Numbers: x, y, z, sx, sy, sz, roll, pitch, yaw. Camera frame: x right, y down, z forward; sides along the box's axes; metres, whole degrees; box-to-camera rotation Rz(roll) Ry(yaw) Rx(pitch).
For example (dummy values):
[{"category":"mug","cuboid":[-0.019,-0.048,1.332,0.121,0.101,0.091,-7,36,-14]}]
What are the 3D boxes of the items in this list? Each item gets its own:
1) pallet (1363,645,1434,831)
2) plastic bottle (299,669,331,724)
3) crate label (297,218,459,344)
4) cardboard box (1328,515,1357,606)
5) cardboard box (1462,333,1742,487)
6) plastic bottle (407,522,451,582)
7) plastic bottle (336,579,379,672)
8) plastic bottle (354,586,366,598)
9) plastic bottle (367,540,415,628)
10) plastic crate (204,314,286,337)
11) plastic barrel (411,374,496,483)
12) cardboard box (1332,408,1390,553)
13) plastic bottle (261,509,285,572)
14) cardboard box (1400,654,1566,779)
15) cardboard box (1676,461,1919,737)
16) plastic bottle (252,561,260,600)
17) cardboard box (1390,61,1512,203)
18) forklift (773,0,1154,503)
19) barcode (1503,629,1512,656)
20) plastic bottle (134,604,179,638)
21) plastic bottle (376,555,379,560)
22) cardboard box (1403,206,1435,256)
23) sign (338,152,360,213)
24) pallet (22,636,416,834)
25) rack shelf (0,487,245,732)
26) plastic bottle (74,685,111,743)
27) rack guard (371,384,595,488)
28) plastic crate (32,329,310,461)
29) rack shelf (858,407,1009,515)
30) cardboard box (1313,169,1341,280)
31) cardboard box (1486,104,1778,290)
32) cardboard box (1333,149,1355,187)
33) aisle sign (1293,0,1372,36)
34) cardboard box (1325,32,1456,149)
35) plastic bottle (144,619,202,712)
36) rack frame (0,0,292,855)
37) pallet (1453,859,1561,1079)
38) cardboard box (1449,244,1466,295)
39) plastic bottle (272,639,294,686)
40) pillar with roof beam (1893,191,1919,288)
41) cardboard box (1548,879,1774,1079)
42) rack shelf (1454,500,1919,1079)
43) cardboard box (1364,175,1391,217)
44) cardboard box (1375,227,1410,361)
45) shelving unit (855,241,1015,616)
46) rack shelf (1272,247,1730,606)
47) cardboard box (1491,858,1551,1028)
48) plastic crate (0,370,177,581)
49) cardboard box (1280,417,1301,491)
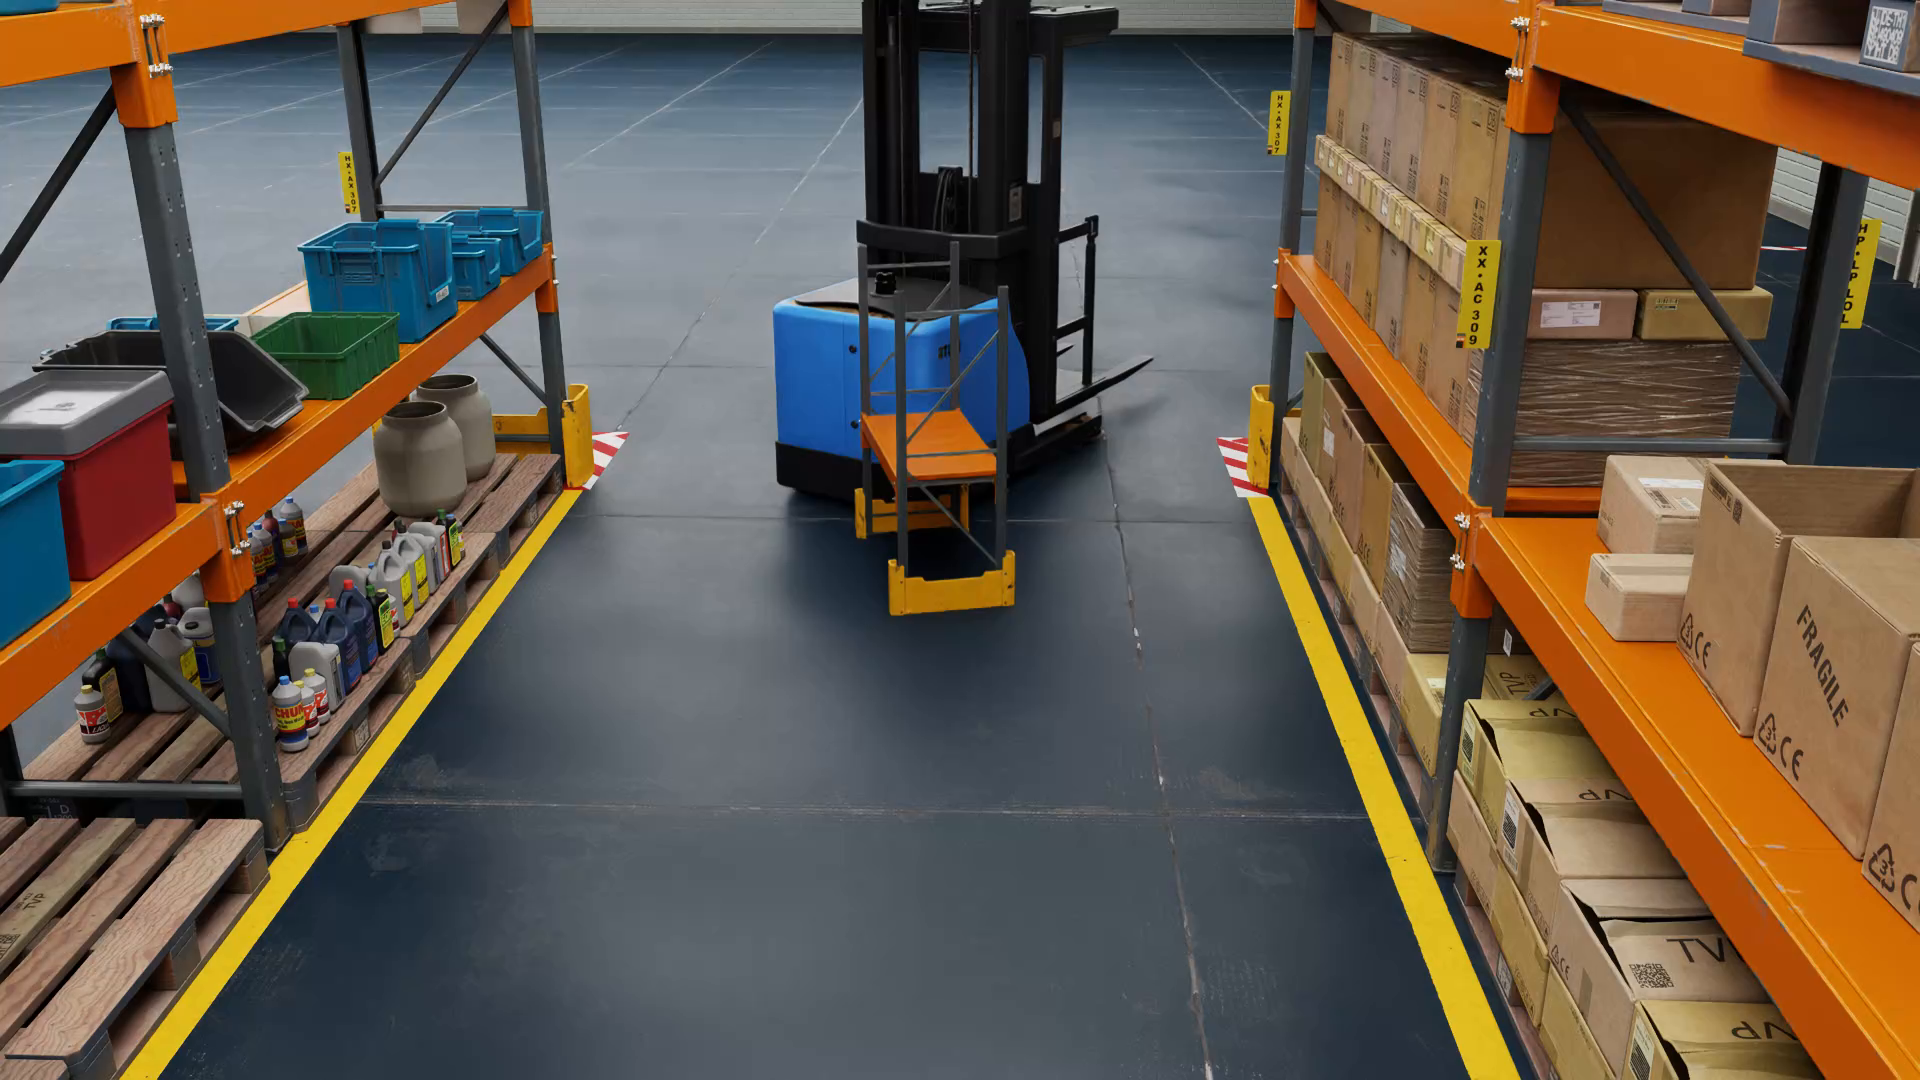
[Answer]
[{"category":"pallet","cuboid":[2.166,0.728,6.361,1.003,0.211,1.213,1,21,2]},{"category":"plastic bottle","cuboid":[-2.397,0.575,6.162,0.097,0.201,0.097,0,21,0]},{"category":"crate label","cuboid":[-2.515,-1.135,7.259,0.502,0.435,0.616,1,21,2]},{"category":"cardboard box","cuboid":[1.936,0.089,7.375,0.500,0.250,0.500,1,21,2]},{"category":"cardboard box","cuboid":[2.107,-0.492,5.513,0.700,0.500,0.500,0,21,0]},{"category":"plastic bottle","cuboid":[-2.382,0.037,7.444,0.152,0.276,0.135,1,21,2]},{"category":"plastic bottle","cuboid":[-2.406,0.333,6.577,0.144,0.351,0.185,0,21,-1]},{"category":"plastic bottle","cuboid":[-2.439,0.317,6.729,0.097,0.271,0.097,0,21,0]},{"category":"plastic bottle","cuboid":[-2.393,0.180,6.973,0.144,0.351,0.185,0,21,1]},{"category":"plastic crate","cuboid":[-3.055,-0.808,6.829,0.530,0.136,0.437,1,21,2]},{"category":"plastic barrel","cuboid":[-2.673,-0.584,8.747,0.421,0.512,0.421,0,21,0]},{"category":"cardboard box","cuboid":[1.935,-0.261,7.239,0.500,0.500,0.500,1,21,2]},{"category":"plastic bottle","cuboid":[-3.121,0.008,7.509,0.061,0.283,0.133,1,21,3]},{"category":"cardboard box","cuboid":[1.896,0.631,5.977,0.500,0.250,0.500,1,21,2]},{"category":"cardboard box","cuboid":[2.045,0.136,3.893,0.500,0.500,0.500,2,21,6]},{"category":"plastic bottle","cuboid":[-3.112,0.160,7.229,0.097,0.201,0.097,0,21,0]},{"category":"cardboard box","cuboid":[2.153,-1.641,6.681,0.700,0.500,0.500,1,21,2]},{"category":"forklift","cuboid":[0.200,-1.977,9.573,1.130,2.935,3.031,13,25,30]},{"category":"barcode","cuboid":[1.676,0.315,5.090,0.001,0.075,0.075,1,21,2]},{"category":"plastic bottle","cuboid":[-3.113,0.383,6.448,0.144,0.351,0.185,0,21,-1]},{"category":"plastic bottle","cuboid":[-2.511,0.127,7.314,0.097,0.201,0.097,0,21,0]},{"category":"cardboard box","cuboid":[1.934,-1.194,6.424,0.380,0.149,0.250,1,21,3]},{"category":"sign","cuboid":[-3.279,-1.924,8.958,0.100,0.325,0.005,1,21,2]},{"category":"pallet","cuboid":[-2.789,0.717,6.390,1.003,0.211,1.213,1,21,2]},{"category":"rack shelf","cuboid":[-2.912,0.718,3.527,1.077,0.370,4.000,1,21,2]},{"category":"plastic bottle","cuboid":[-3.151,0.624,6.035,0.097,0.201,0.097,0,21,0]},{"category":"rack guard","cuboid":[-2.684,-0.594,9.368,1.175,0.500,0.348,1,21,2]},{"category":"plastic crate","cuboid":[-2.708,-0.500,5.756,0.767,0.338,0.504,1,21,2]},{"category":"rack shelf","cuboid":[-0.143,-0.396,7.973,0.538,0.185,1.000,-4,22,-11]},{"category":"cardboard box","cuboid":[2.195,-1.609,8.392,0.700,0.500,0.500,1,21,2]},{"category":"cardboard box","cuboid":[2.107,-1.097,5.278,0.700,0.500,0.500,1,21,2]},{"category":"cardboard box","cuboid":[1.980,-1.755,7.871,0.380,0.149,0.250,1,21,2]},{"category":"aisle sign","cuboid":[1.918,-2.970,8.444,0.394,0.787,0.004,1,21,2]},{"category":"cardboard box","cuboid":[2.193,-2.195,8.108,0.700,0.500,0.500,1,21,2]},{"category":"plastic bottle","cuboid":[-2.975,0.454,6.265,0.144,0.351,0.185,1,21,2]},{"category":"rack frame","cuboid":[-2.851,-0.341,5.261,1.000,3.000,0.127,1,21,2]},{"category":"pallet","cuboid":[2.117,1.282,4.934,1.003,0.211,1.213,1,21,2]},{"category":"cardboard box","cuboid":[1.909,-0.919,5.716,0.380,0.149,0.250,0,21,0]},{"category":"plastic bottle","cuboid":[-2.527,0.492,6.262,0.061,0.283,0.133,1,21,2]},{"category":"pillar with roof beam","cuboid":[3.896,-6.429,12.659,9.100,9.000,0.400,1,21,2]},{"category":"cardboard box","cuboid":[1.804,1.054,4.110,0.500,0.311,0.500,0,21,0]},{"category":"rack shelf","cuboid":[2.039,0.773,3.383,1.077,0.370,4.000,1,21,2]},{"category":"cardboard box","cuboid":[1.958,-1.475,7.149,0.380,0.149,0.250,0,21,1]},{"category":"cardboard box","cuboid":[2.151,-1.050,6.949,0.700,0.500,0.500,1,21,3]},{"category":"shelving unit","cuboid":[-0.141,-0.560,7.899,0.587,1.500,1.083,-4,22,-11]},{"category":"rack shelf","cuboid":[2.161,-0.673,7.111,1.077,0.370,4.000,1,21,2]},{"category":"cardboard box","cuboid":[1.823,1.129,4.693,0.500,0.250,0.500,1,21,3]},{"category":"plastic crate","cuboid":[-2.560,-0.192,4.790,0.402,0.464,0.583,1,21,2]},{"category":"cardboard box","cuboid":[1.983,-0.454,8.772,0.500,0.250,0.500,1,21,2]}]
